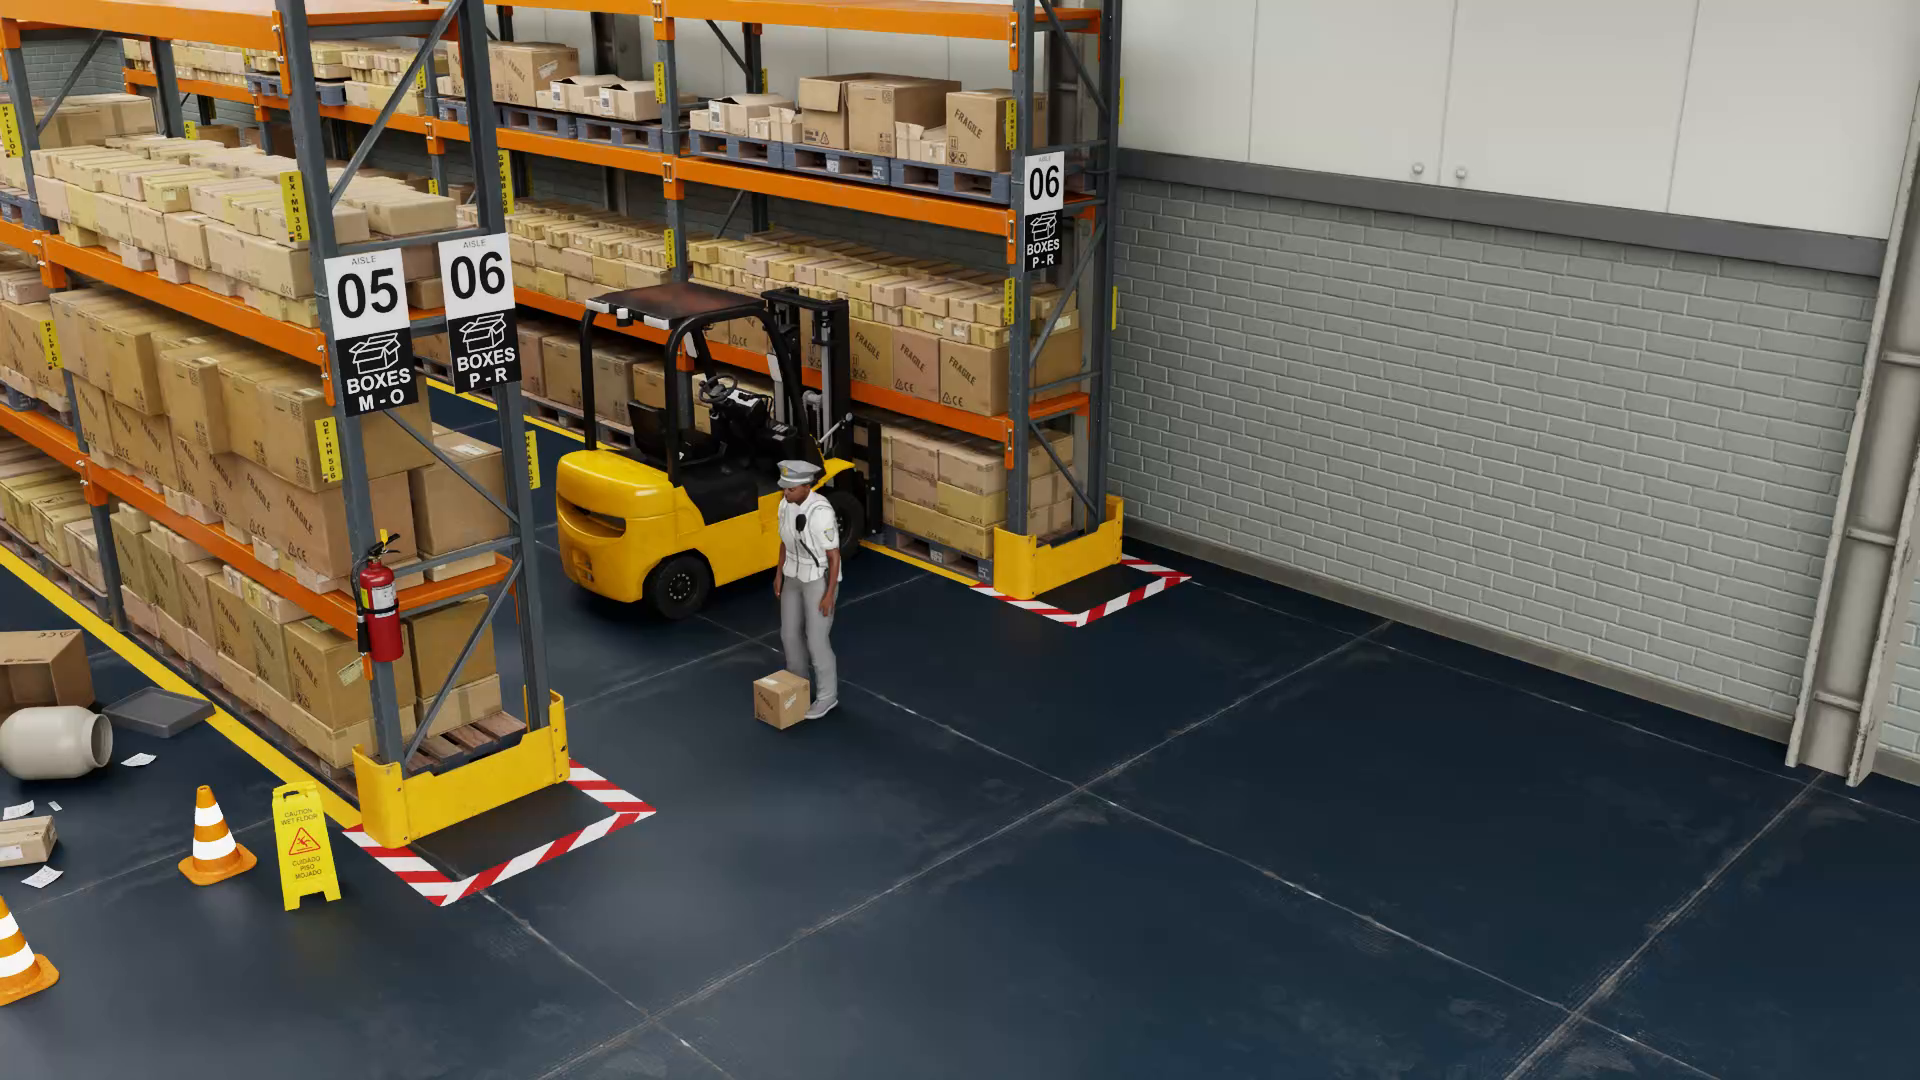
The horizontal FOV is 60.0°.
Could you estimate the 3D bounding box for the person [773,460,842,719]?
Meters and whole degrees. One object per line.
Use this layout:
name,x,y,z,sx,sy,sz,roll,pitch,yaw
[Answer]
person,-0.958,0.279,10.339,0.525,1.661,0.396,18,27,39
